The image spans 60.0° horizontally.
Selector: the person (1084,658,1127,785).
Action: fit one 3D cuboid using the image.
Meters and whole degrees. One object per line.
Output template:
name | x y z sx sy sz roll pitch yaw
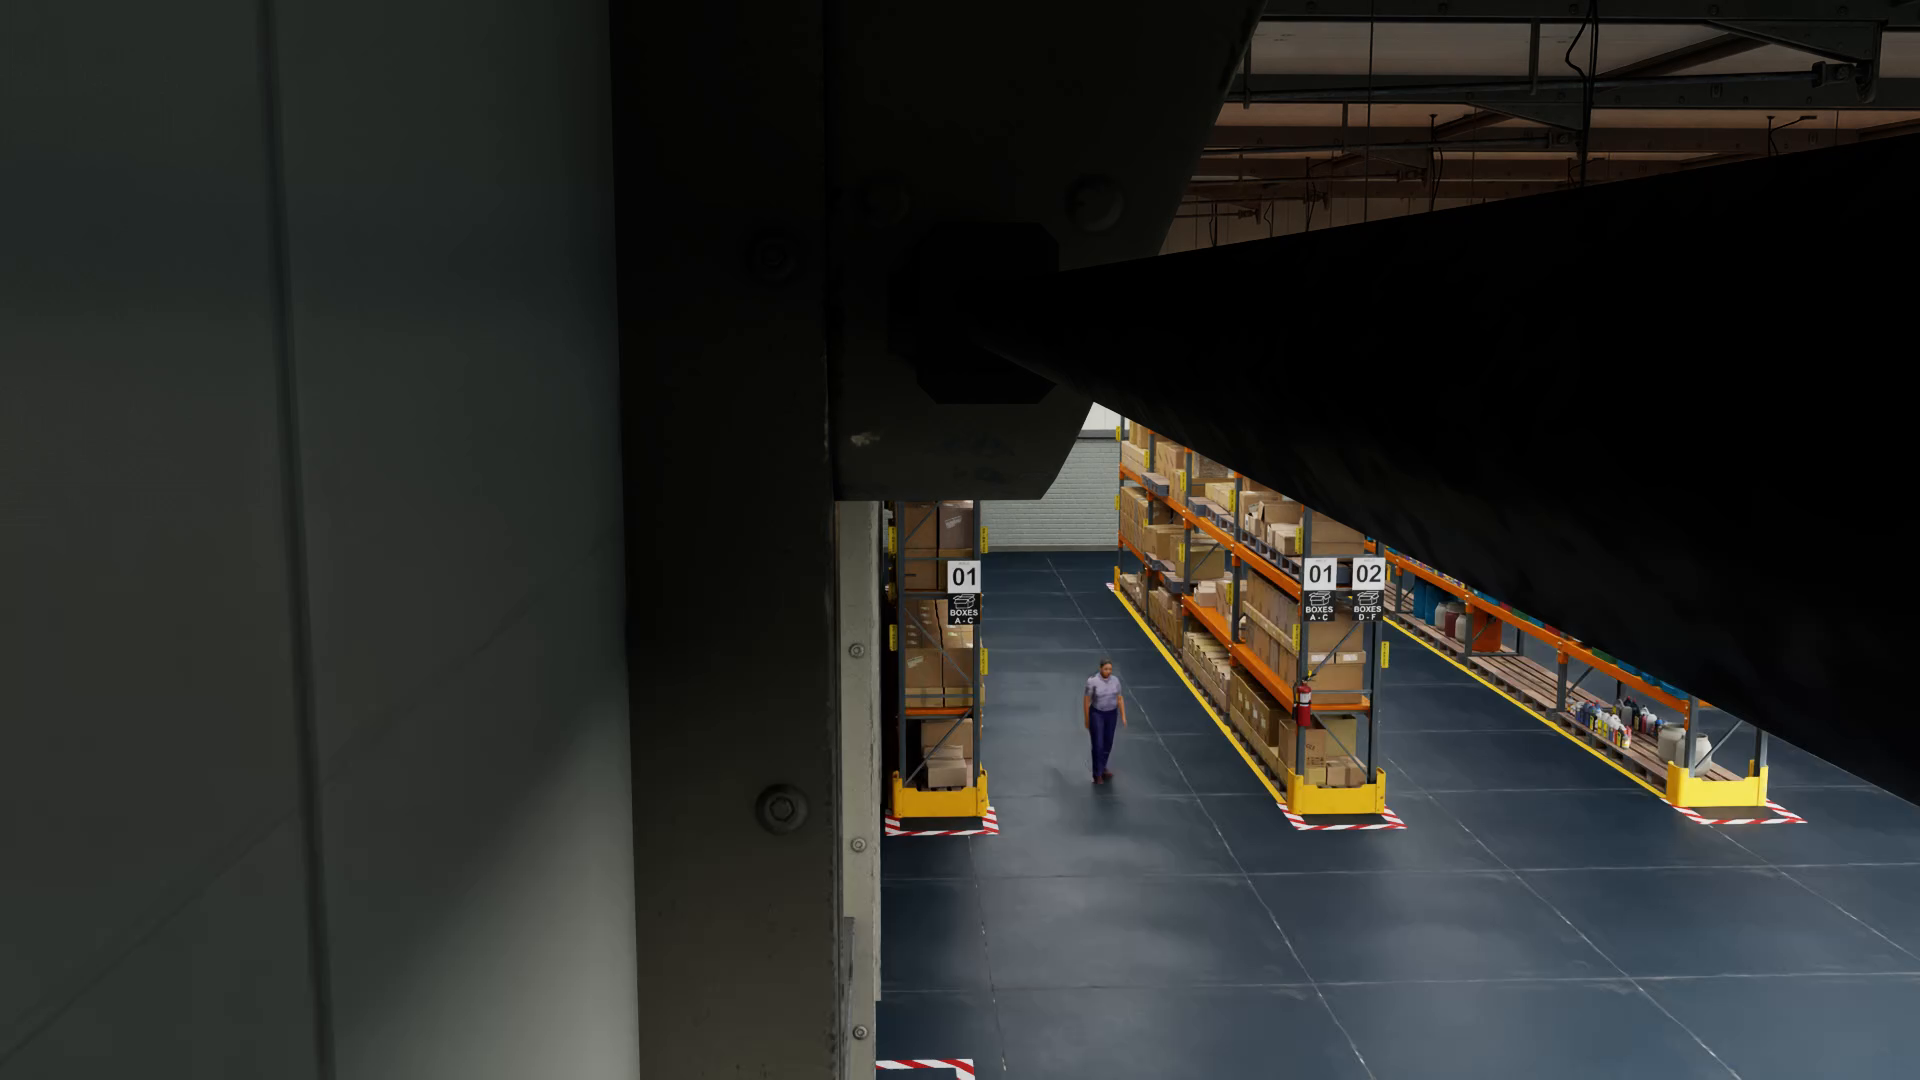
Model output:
person | 1.903 2.389 22.006 0.527 1.710 0.505 -4 9 -23
